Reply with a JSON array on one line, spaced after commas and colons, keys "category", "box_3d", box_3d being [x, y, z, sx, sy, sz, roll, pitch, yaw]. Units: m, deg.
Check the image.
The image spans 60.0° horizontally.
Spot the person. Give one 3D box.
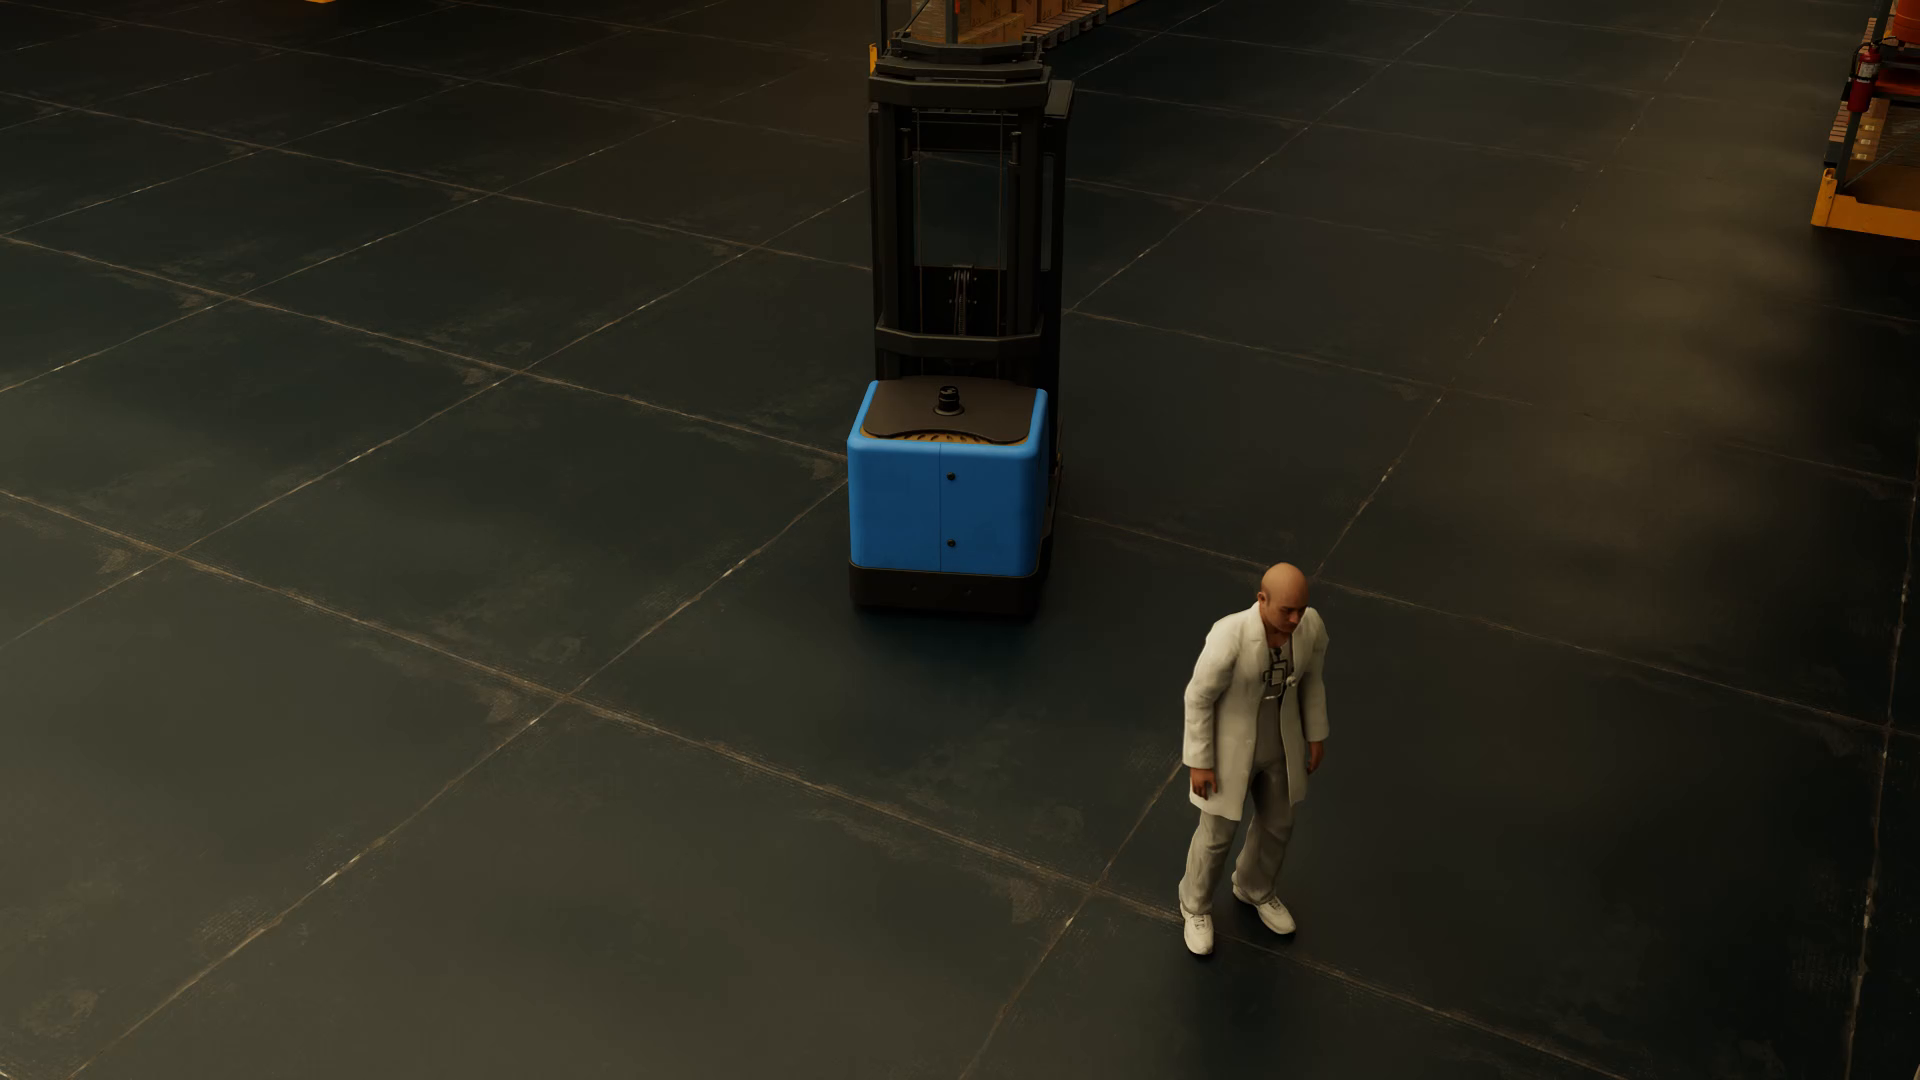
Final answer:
[{"category": "person", "box_3d": [1.198, 0.852, 6.751, 0.655, 1.774, 0.423, -10, 32, -17]}]

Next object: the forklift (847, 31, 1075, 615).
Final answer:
[{"category": "forklift", "box_3d": [0.072, -1.572, 9.794, 1.130, 2.935, 3.031, 3, 30, 6]}]
